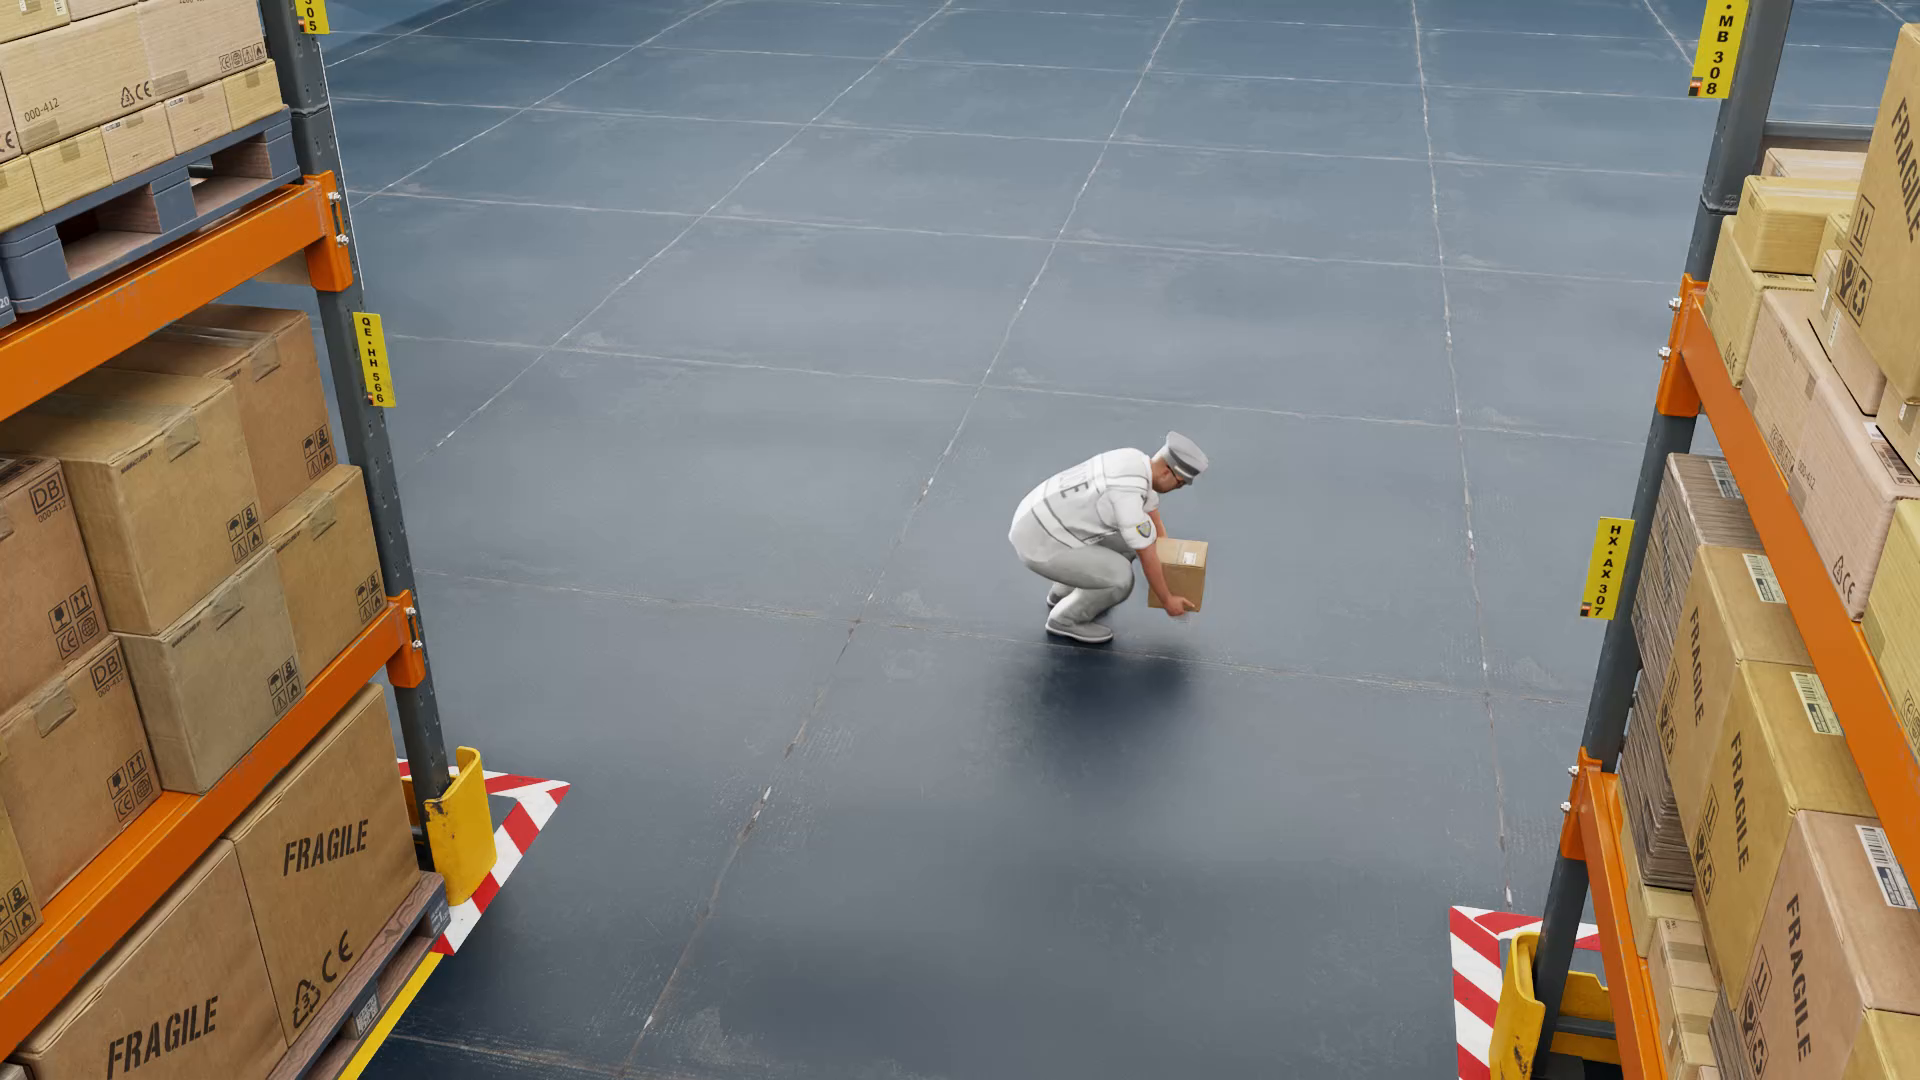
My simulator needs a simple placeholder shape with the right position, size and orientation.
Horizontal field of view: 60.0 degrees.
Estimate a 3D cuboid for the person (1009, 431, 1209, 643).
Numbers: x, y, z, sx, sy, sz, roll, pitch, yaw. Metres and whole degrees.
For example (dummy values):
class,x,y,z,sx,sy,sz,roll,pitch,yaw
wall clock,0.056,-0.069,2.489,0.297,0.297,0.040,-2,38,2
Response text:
class,x,y,z,sx,sy,sz,roll,pitch,yaw
person,0.701,-0.035,7.956,0.919,1.025,0.526,5,29,9
